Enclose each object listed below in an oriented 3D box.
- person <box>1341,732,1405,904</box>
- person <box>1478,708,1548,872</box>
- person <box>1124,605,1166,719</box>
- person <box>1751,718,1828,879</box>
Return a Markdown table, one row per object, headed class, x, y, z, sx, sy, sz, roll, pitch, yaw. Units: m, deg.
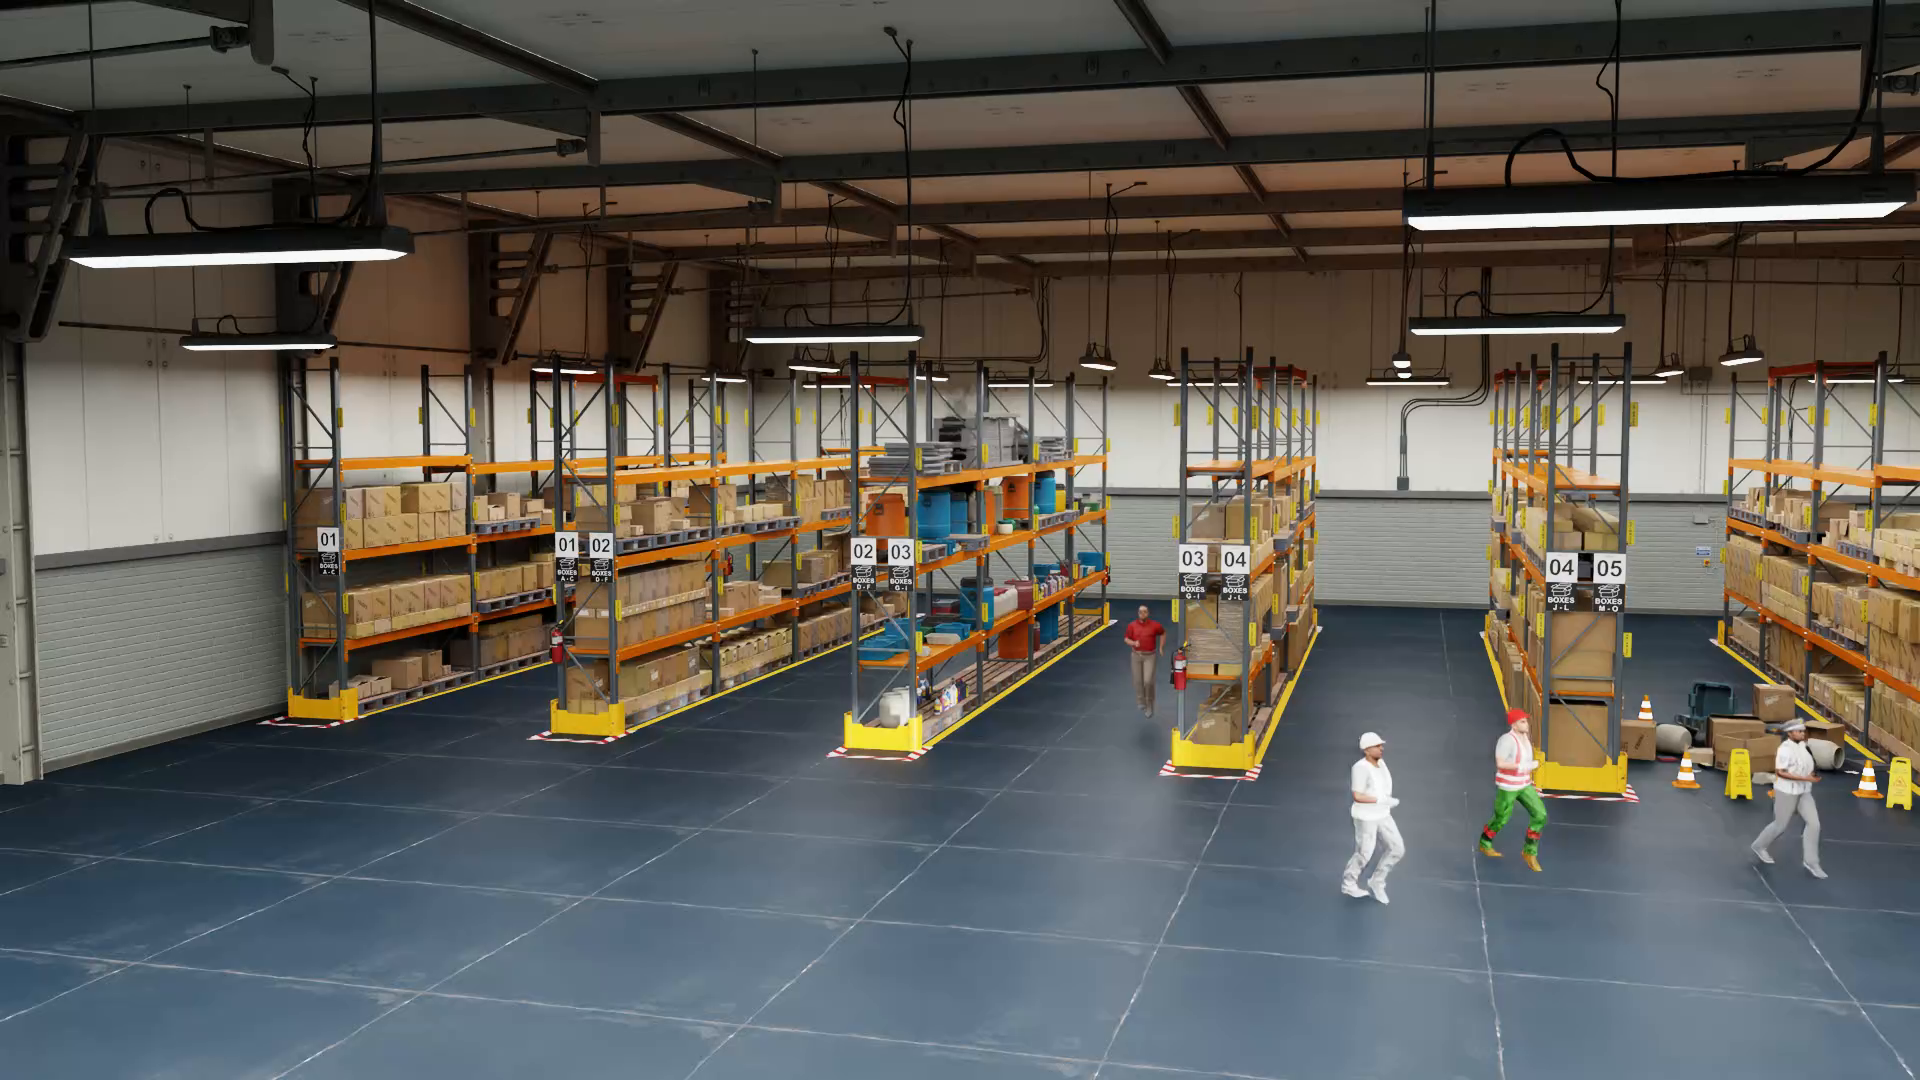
| class | x | y | z | sx | sy | sz | roll | pitch | yaw |
| --- | --- | --- | --- | --- | --- | --- | --- | --- | --- |
| person | 4.256 | 2.869 | 17.077 | 0.653 | 1.802 | 0.720 | -4 | 6 | -44 |
| person | 6.109 | 2.766 | 18.486 | 0.631 | 1.822 | 0.822 | -3 | 5 | -32 |
| person | 2.927 | 1.941 | 26.475 | 0.640 | 1.803 | 0.692 | 1 | 4 | 15 |
| person | 9.176 | 2.814 | 18.365 | 0.582 | 1.747 | 0.832 | -2 | 5 | -28 |
